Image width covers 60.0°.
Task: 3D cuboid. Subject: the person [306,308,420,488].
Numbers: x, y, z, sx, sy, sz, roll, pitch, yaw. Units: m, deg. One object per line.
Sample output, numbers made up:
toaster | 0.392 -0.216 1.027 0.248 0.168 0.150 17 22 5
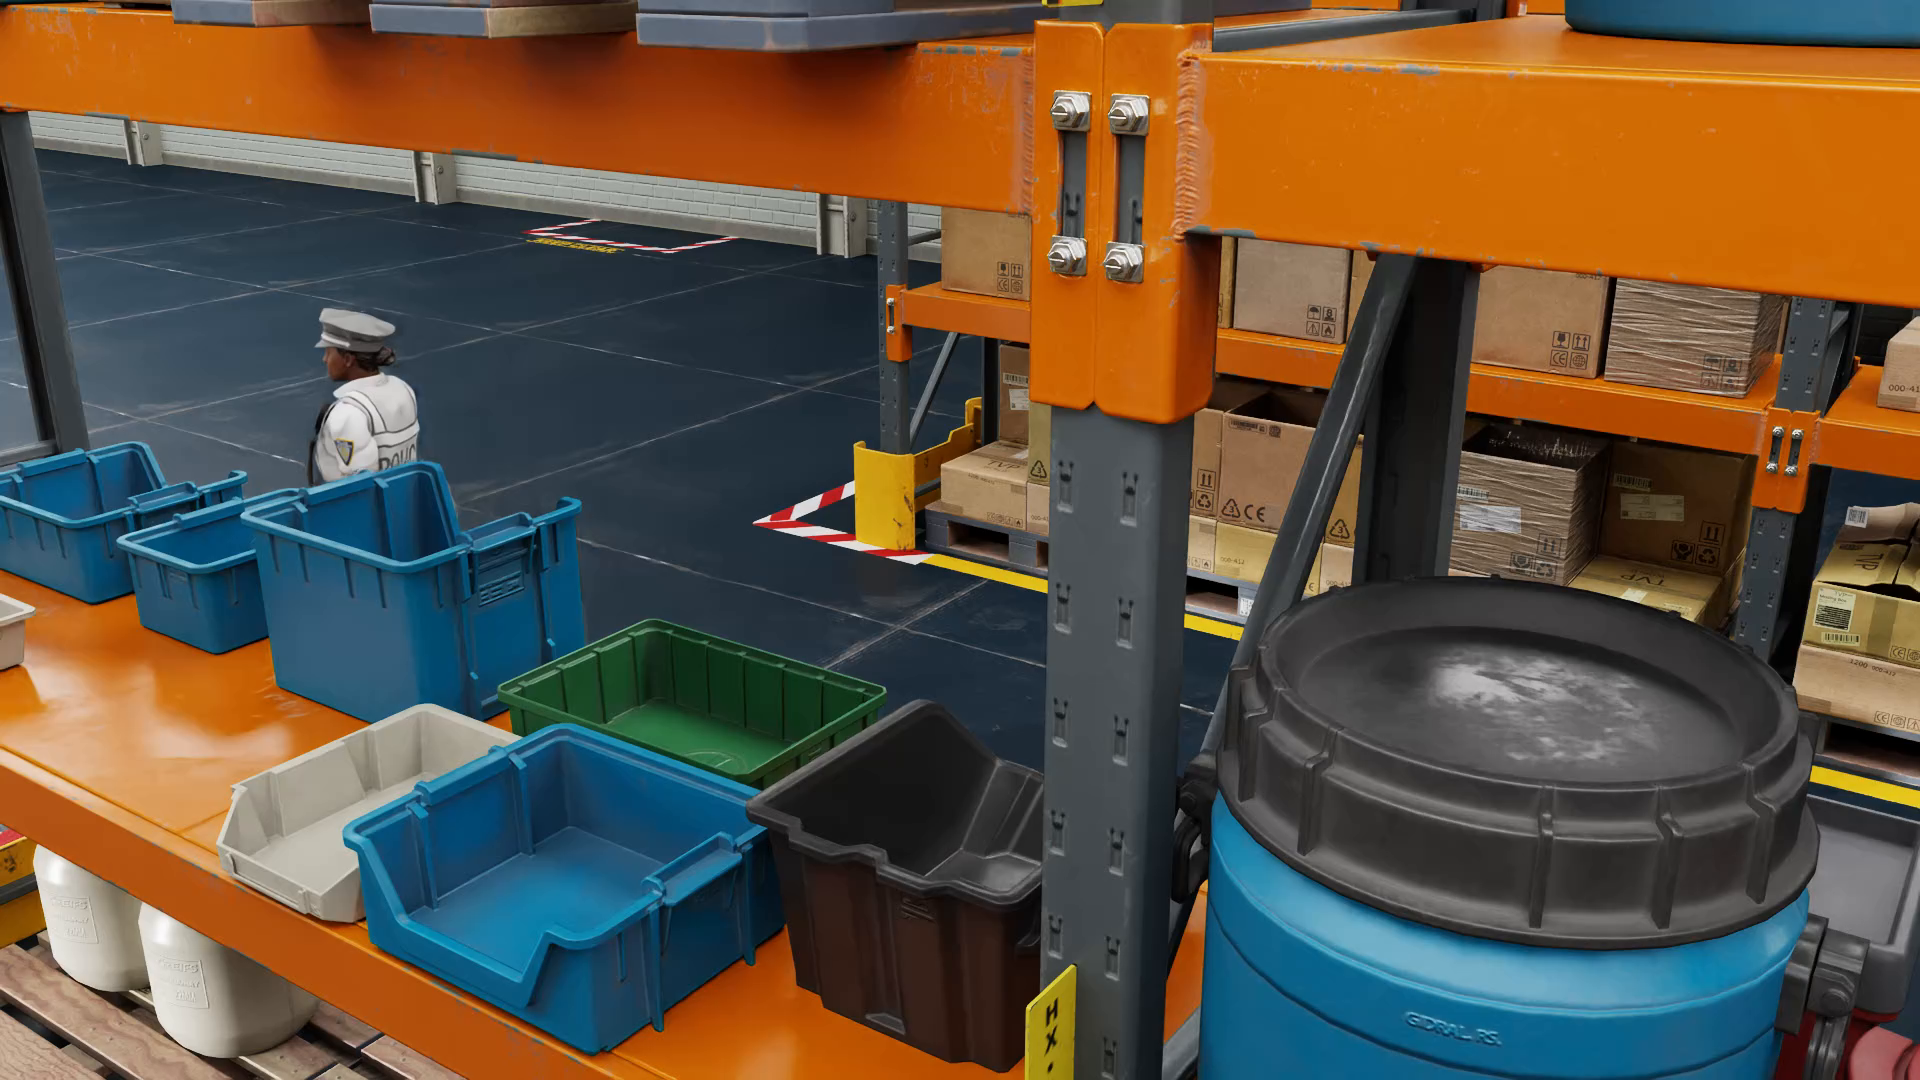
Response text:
person | -2.120 0.023 6.042 0.596 1.752 0.463 6 21 16
